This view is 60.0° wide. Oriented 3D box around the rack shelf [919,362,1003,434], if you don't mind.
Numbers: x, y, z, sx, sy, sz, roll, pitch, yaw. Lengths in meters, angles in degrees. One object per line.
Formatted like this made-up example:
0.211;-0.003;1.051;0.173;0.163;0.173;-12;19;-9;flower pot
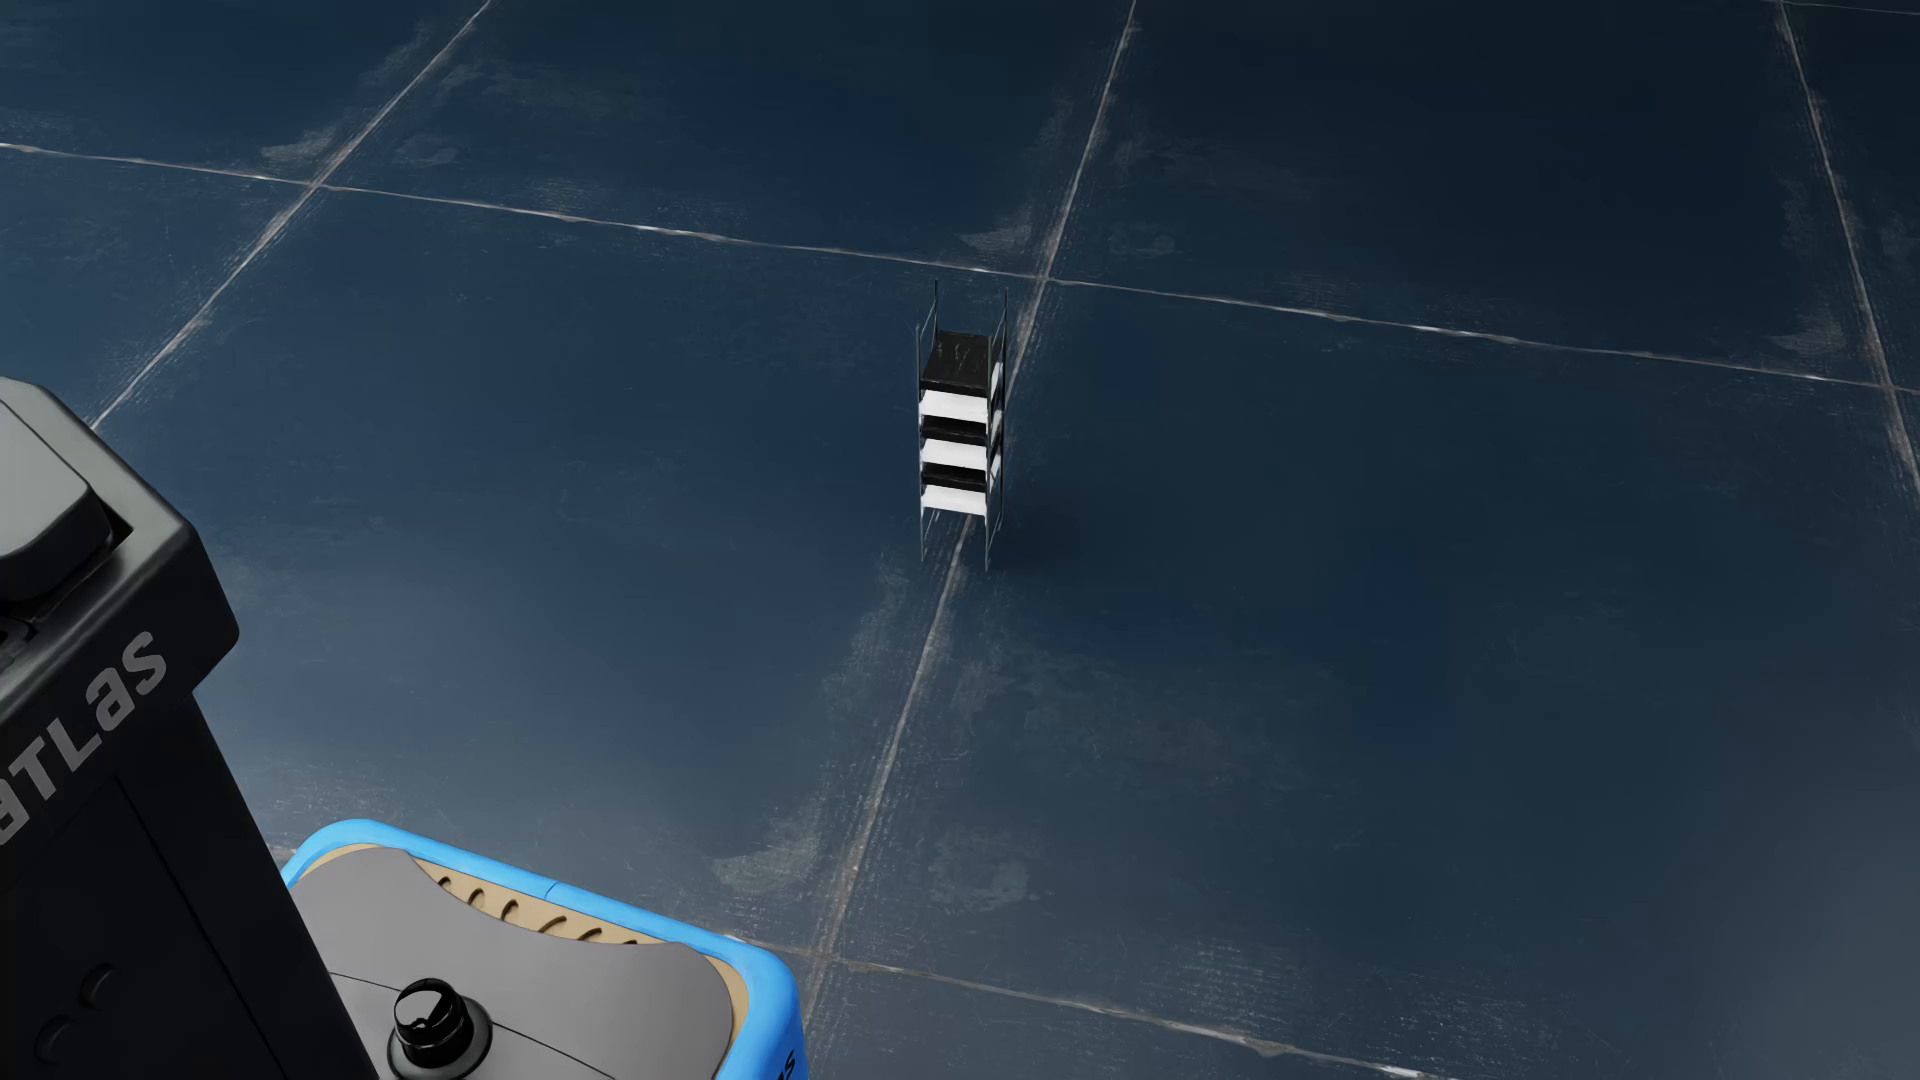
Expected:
0.008;-0.429;4.835;0.200;0.077;0.258;9;45;9;rack shelf

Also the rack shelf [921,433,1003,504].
0.008;-0.234;5.022;0.200;0.077;0.258;9;45;9;rack shelf

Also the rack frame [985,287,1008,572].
0.107;-0.308;4.921;0.006;0.900;0.240;9;45;9;rack frame

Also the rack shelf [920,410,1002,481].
0.008;-0.299;4.960;0.200;0.077;0.258;9;45;9;rack shelf

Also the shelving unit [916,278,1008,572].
0.008;-0.323;4.937;0.210;0.900;0.258;9;45;9;shelving unit

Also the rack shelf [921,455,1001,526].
0.008;-0.169;5.085;0.200;0.077;0.258;9;45;9;rack shelf

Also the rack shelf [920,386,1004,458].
0.008;-0.364;4.897;0.200;0.077;0.258;9;45;9;rack shelf

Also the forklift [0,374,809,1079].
-1.256;1.306;1.779;1.130;2.935;3.031;14;46;14;forklift

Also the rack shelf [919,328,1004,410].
0.008;-0.493;4.773;0.200;0.077;0.258;9;45;9;rack shelf

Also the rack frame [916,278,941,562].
-0.091;-0.338;4.953;0.006;0.900;0.240;9;45;9;rack frame
